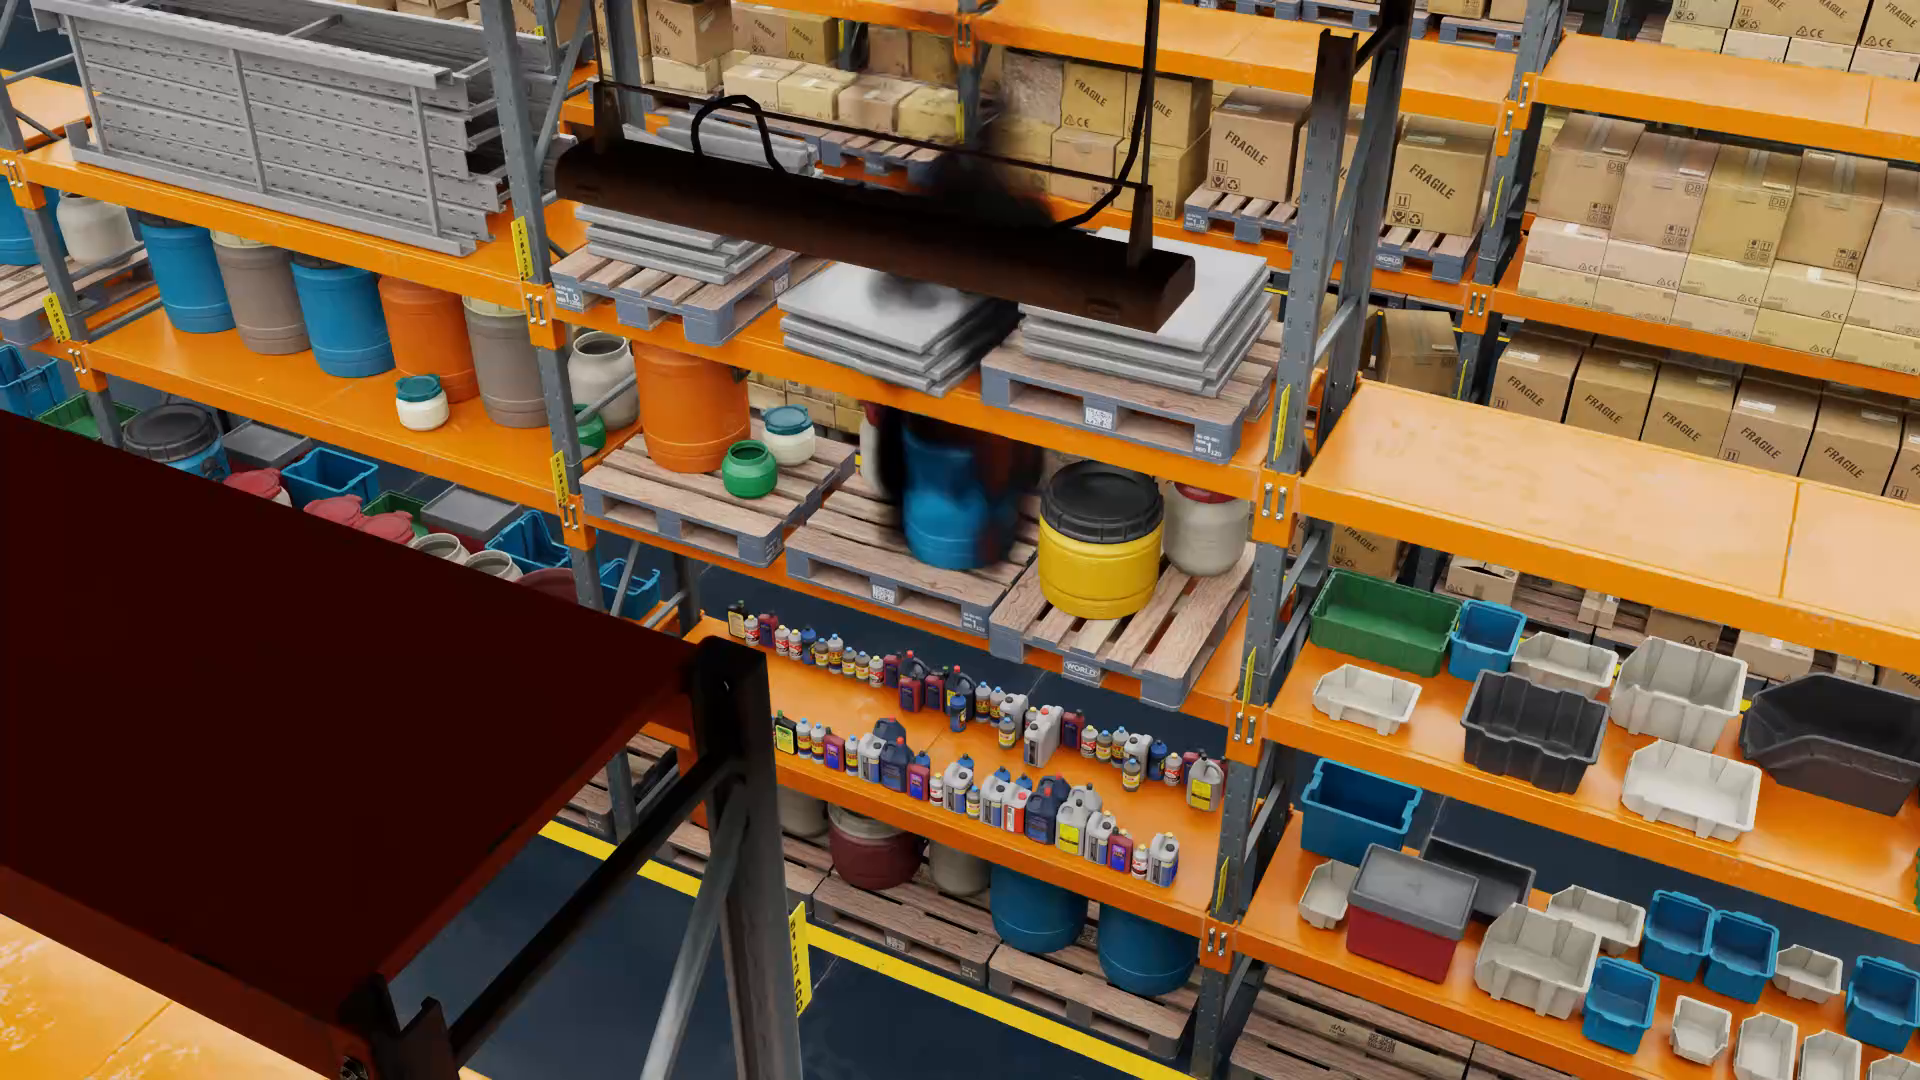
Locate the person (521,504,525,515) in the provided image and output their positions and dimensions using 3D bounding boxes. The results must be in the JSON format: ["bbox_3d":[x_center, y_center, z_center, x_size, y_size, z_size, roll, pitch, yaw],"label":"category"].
[{"bbox_3d":[-3.620,-0.540,13.125,0.571,1.743,0.664,12,37,16],"label":"person"}]
